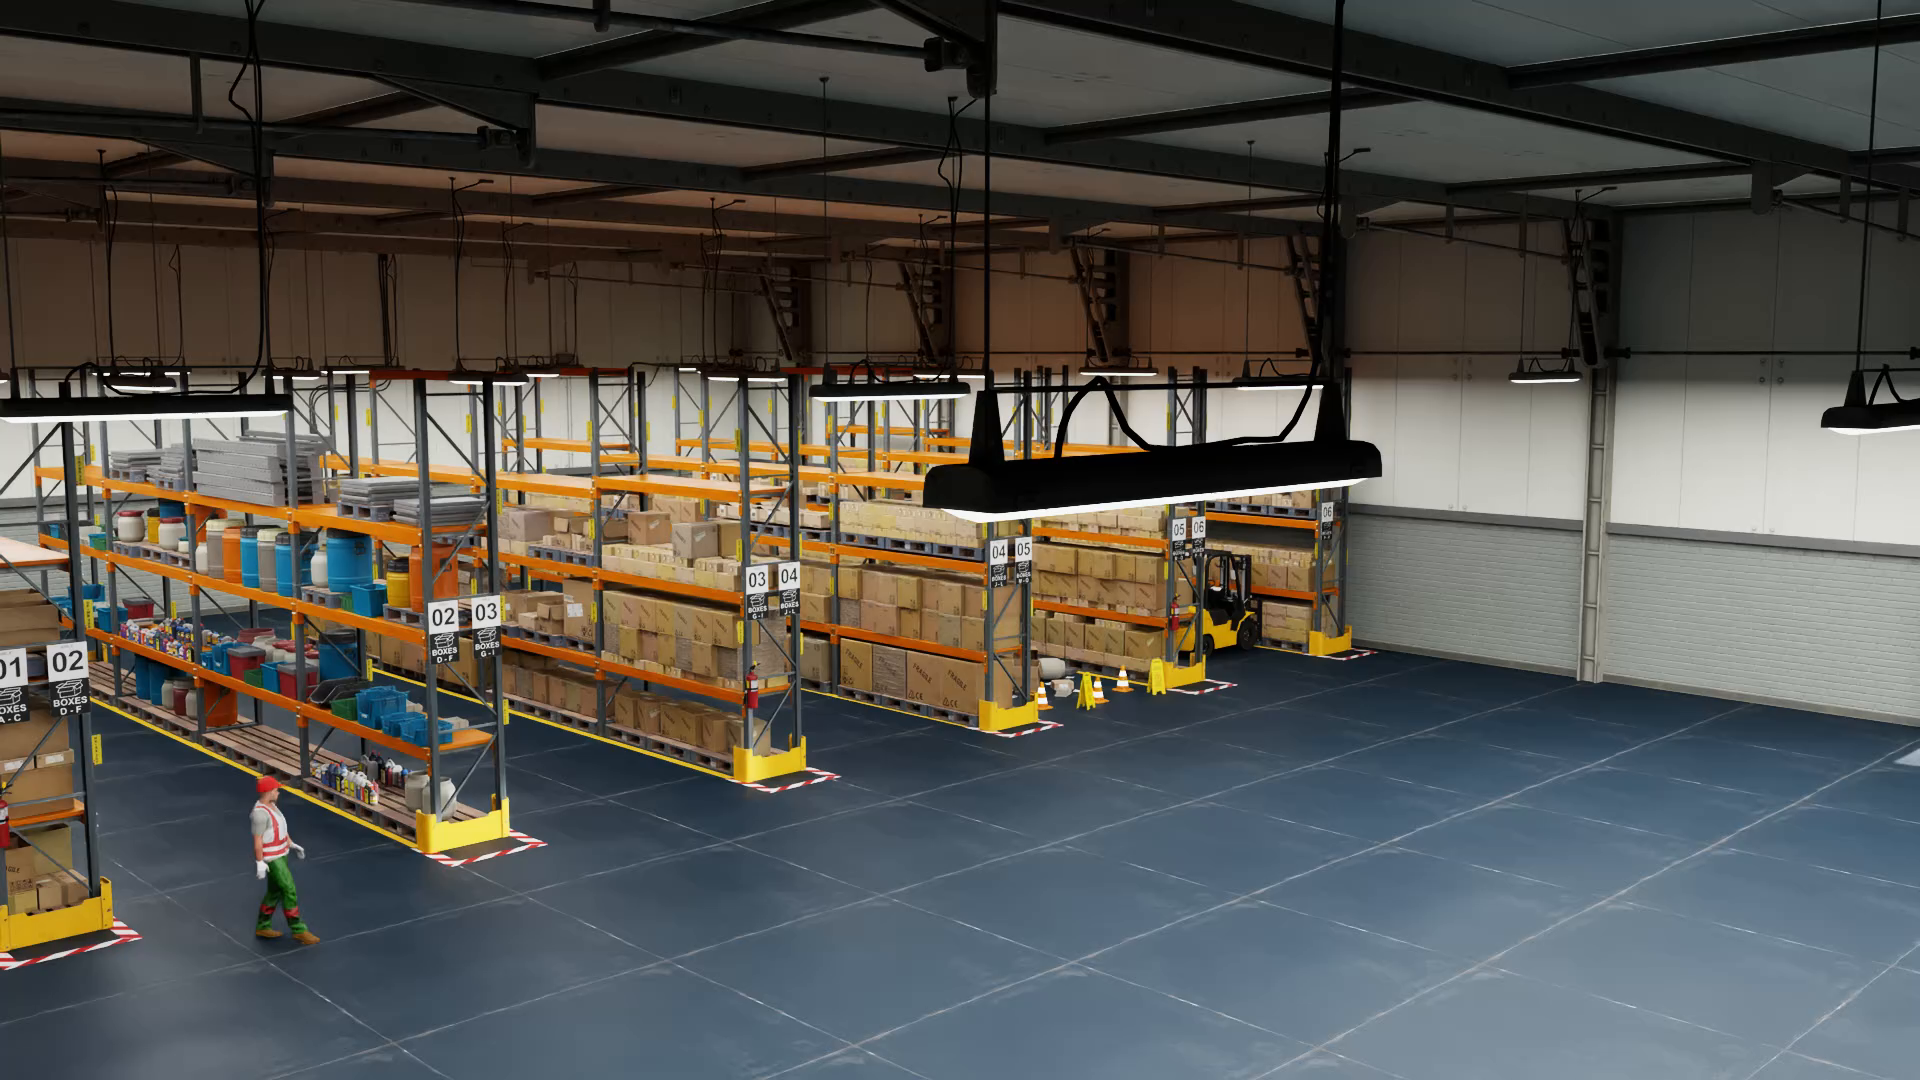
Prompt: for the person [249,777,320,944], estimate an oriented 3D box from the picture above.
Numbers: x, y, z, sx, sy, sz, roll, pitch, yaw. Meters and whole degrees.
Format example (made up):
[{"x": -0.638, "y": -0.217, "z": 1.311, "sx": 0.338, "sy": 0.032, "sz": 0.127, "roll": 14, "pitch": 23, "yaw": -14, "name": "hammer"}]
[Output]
[{"x": -7.277, "y": 3.434, "z": 17.934, "sx": 0.753, "sy": 1.792, "sz": 0.570, "roll": -1, "pitch": 6, "yaw": -5, "name": "person"}]
